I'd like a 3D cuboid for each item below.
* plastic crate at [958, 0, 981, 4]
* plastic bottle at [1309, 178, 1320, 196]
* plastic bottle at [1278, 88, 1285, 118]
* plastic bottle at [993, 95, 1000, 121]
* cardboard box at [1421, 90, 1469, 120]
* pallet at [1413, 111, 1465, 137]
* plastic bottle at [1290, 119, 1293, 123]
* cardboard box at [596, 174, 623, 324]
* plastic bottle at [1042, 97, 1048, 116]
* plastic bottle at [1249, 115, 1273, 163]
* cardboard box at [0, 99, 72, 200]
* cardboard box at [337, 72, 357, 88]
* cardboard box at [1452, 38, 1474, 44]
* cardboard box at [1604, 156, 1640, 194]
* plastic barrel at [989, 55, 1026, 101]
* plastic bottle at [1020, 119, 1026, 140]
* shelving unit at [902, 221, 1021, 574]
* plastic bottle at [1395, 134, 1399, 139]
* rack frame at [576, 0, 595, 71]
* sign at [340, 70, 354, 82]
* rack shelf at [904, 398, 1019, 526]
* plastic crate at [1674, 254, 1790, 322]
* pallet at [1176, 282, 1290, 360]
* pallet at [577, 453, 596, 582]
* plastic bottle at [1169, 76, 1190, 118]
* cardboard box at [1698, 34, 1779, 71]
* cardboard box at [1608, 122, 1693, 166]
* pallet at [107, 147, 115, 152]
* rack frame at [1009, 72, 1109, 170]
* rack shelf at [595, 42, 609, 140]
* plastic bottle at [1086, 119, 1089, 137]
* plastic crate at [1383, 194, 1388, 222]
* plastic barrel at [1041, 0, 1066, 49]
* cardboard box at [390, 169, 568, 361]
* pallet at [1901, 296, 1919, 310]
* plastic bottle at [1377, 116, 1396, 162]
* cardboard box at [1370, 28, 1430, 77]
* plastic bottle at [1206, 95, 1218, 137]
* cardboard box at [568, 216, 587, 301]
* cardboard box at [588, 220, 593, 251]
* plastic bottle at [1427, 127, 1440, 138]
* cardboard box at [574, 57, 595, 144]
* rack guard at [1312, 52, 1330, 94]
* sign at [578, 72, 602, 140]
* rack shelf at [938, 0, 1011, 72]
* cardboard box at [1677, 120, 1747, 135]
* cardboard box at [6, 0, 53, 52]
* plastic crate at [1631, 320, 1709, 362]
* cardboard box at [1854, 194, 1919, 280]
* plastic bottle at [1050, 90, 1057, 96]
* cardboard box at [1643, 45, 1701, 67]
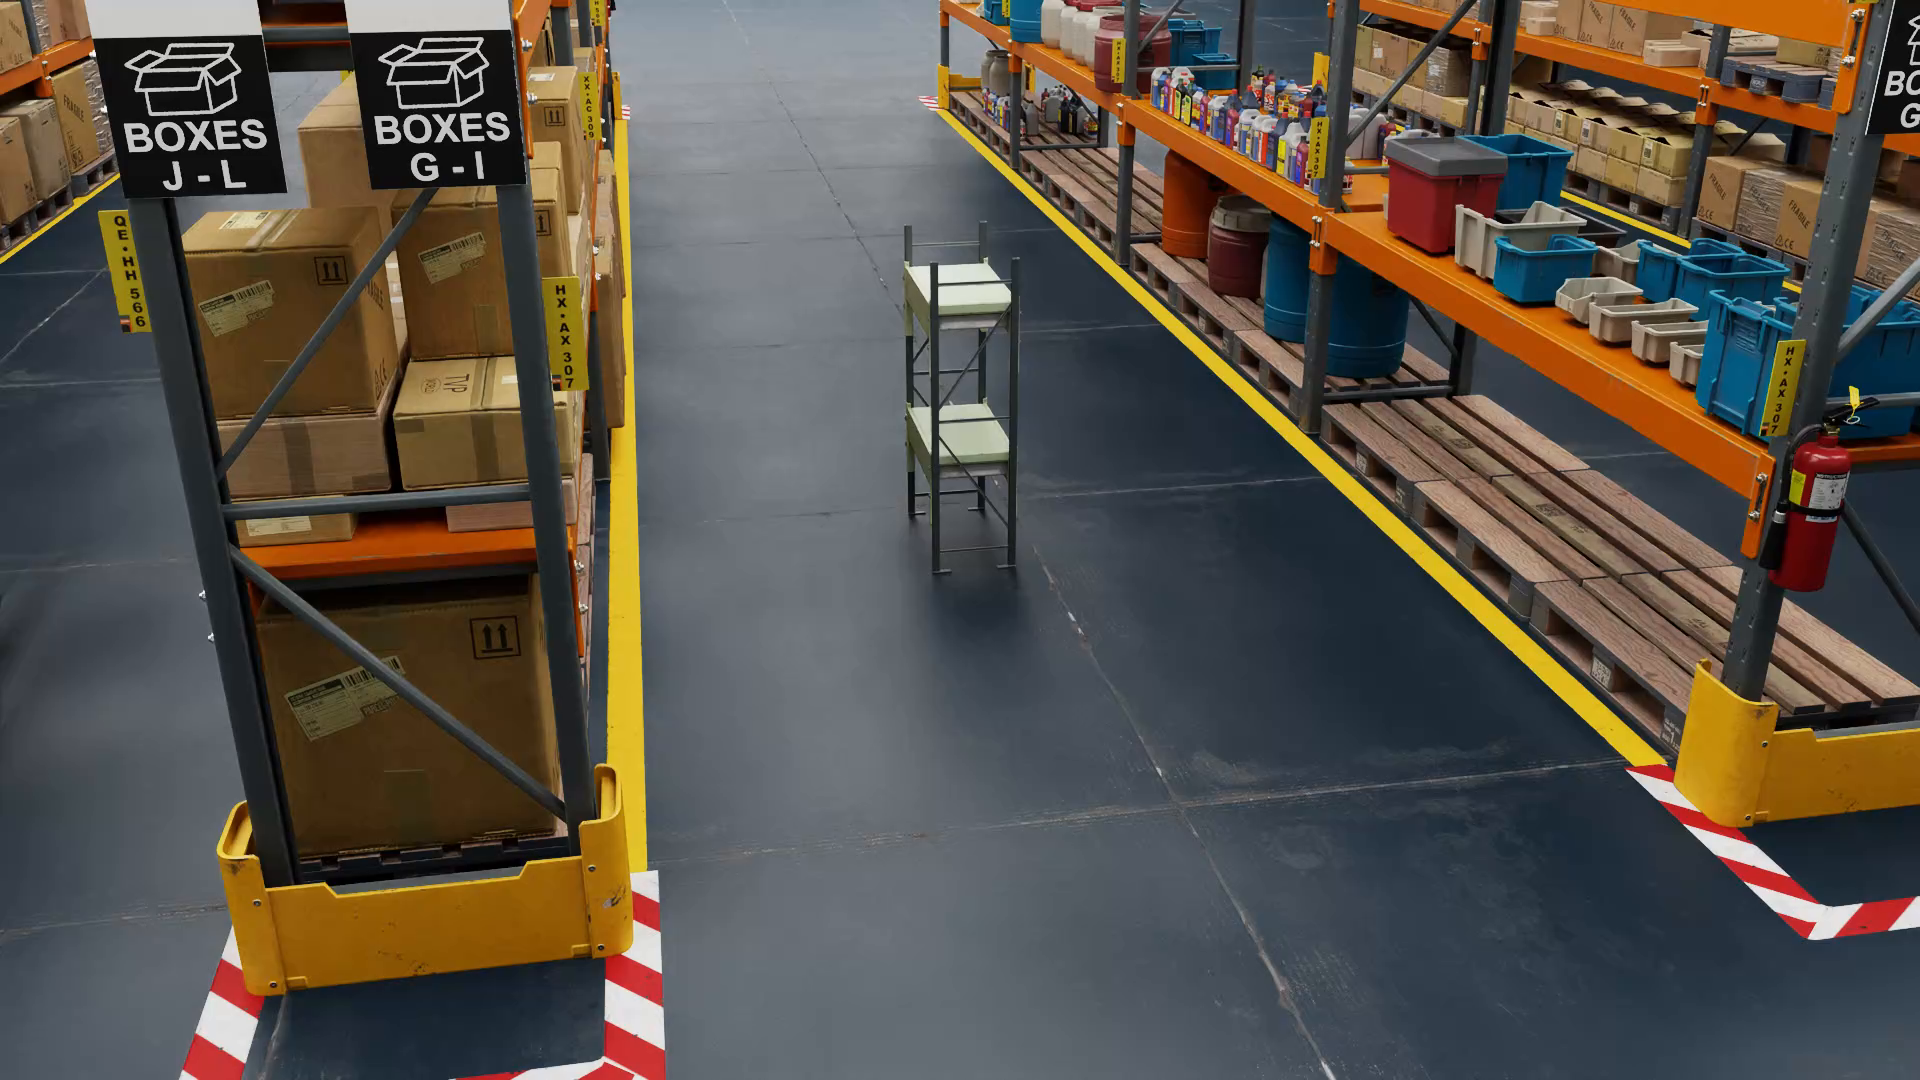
[{"bbox_3d":[0.114,-6.263,19.172,0.298,0.136,0.250,-4,24,-10],"label":"plastic crate"},{"bbox_3d":[2.093,-2.114,9.497,0.152,0.276,0.135,-4,24,-10],"label":"plastic bottle"},{"bbox_3d":[2.338,-3.142,11.944,0.097,0.201,0.097,0,24,0],"label":"plastic bottle"},{"bbox_3d":[0.413,-4.721,18.170,0.097,0.271,0.097,0,24,0],"label":"plastic bottle"},{"bbox_3d":[5.490,-4.847,18.512,0.500,0.250,0.500,-4,24,-10],"label":"cardboard box"},{"bbox_3d":[5.767,-4.589,18.494,1.003,0.211,1.213,-4,24,-10],"label":"pallet"},{"bbox_3d":[2.052,-2.470,10.319,0.097,0.271,0.097,0,24,0],"label":"plastic bottle"},{"bbox_3d":[-2.859,-1.841,10.847,1.225,0.875,0.875,-4,24,-10],"label":"cardboard box"},{"bbox_3d":[0.961,-4.817,18.477,0.097,0.201,0.097,0,24,0],"label":"plastic bottle"},{"bbox_3d":[1.908,-2.509,10.402,0.152,0.276,0.135,-4,24,-10],"label":"plastic bottle"},{"bbox_3d":[-8.553,-3.416,14.611,1.050,0.750,0.750,-4,24,-10],"label":"cardboard box"},{"bbox_3d":[-2.546,-1.877,7.679,0.500,0.500,0.500,-4,24,-10],"label":"cardboard box"},{"bbox_3d":[5.910,-5.426,18.900,0.500,0.500,0.500,-4,24,-10],"label":"cardboard box"},{"bbox_3d":[6.177,-3.302,14.973,0.500,0.250,0.500,-5,24,-10],"label":"cardboard box"},{"bbox_3d":[0.554,-5.362,19.362,0.421,0.512,0.421,0,24,0],"label":"plastic barrel"},{"bbox_3d":[0.631,-4.225,17.123,0.097,0.201,0.097,0,24,0],"label":"plastic bottle"},{"bbox_3d":[-0.001,-0.690,7.956,0.431,1.500,0.755,-4,24,-10],"label":"shelving unit"},{"bbox_3d":[2.692,-2.389,10.220,0.097,0.201,0.097,0,24,0],"label":"plastic bottle"},{"bbox_3d":[-3.123,-3.246,11.935,1.000,3.000,0.127,-4,24,-10],"label":"rack frame"},{"bbox_3d":[-2.915,-2.123,8.016,0.100,0.325,0.005,-4,24,-10],"label":"sign"},{"bbox_3d":[-0.001,-0.391,8.086,0.431,0.370,0.720,-4,24,-10],"label":"rack shelf"},{"bbox_3d":[3.258,-1.056,7.055,0.416,0.233,0.300,-4,24,-10],"label":"plastic crate"},{"bbox_3d":[2.153,-1.549,11.533,1.003,0.211,1.213,-4,24,-10],"label":"pallet"},{"bbox_3d":[-2.320,-0.090,8.193,1.003,0.211,1.213,-4,24,-10],"label":"pallet"},{"bbox_3d":[1.592,-3.180,11.938,0.152,0.276,0.135,-4,24,-10],"label":"plastic bottle"},{"bbox_3d":[6.588,-4.084,13.963,0.500,0.311,0.500,-3,24,-6],"label":"cardboard box"},{"bbox_3d":[6.171,-3.559,14.862,0.500,0.311,0.500,-5,24,-11],"label":"cardboard box"},{"bbox_3d":[-9.049,-4.000,17.145,1.003,0.211,1.213,-4,24,-10],"label":"pallet"},{"bbox_3d":[1.004,-5.186,16.377,1.000,3.000,0.127,-4,24,-10],"label":"rack frame"},{"bbox_3d":[-3.493,-3.703,13.880,1.077,0.370,4.000,-4,24,-10],"label":"rack shelf"},{"bbox_3d":[1.358,-4.303,17.302,0.097,0.201,0.097,0,24,0],"label":"plastic bottle"},{"bbox_3d":[2.429,-1.753,8.770,0.396,0.136,0.243,-4,24,-10],"label":"plastic crate"},{"bbox_3d":[0.966,-4.856,15.451,0.433,0.535,0.433,0,24,0],"label":"plastic barrel"},{"bbox_3d":[-1.560,-0.916,5.479,0.500,0.500,0.500,-5,24,-11],"label":"cardboard box"},{"bbox_3d":[7.165,-1.444,11.292,1.003,0.211,1.213,-4,24,-10],"label":"pallet"},{"bbox_3d":[2.671,-2.511,10.398,0.061,0.283,0.133,-4,24,-10],"label":"plastic bottle"},{"bbox_3d":[5.213,-5.781,19.713,0.500,0.500,0.500,-4,24,-10],"label":"cardboard box"},{"bbox_3d":[1.715,-2.858,11.207,0.097,0.271,0.097,0,24,0],"label":"plastic bottle"},{"bbox_3d":[-1.852,-1.182,7.025,0.500,0.250,0.500,-4,24,-9],"label":"cardboard box"},{"bbox_3d":[-2.005,-1.462,8.164,0.380,0.149,0.250,-4,24,-9],"label":"cardboard box"},{"bbox_3d":[2.730,-2.195,9.590,0.144,0.351,0.185,-4,24,-10],"label":"plastic bottle"},{"bbox_3d":[-2.702,-2.920,11.063,0.500,0.500,0.500,-5,24,-10],"label":"cardboard box"},{"bbox_3d":[5.129,-5.989,21.337,1.175,0.500,0.348,-4,24,-10],"label":"rack guard"},{"bbox_3d":[-1.839,-2.148,8.239,0.100,0.325,0.005,-4,24,-10],"label":"sign"},{"bbox_3d":[0.635,-5.643,18.322,1.077,0.370,4.000,-4,24,-10],"label":"rack shelf"},{"bbox_3d":[6.699,-3.601,14.958,0.500,0.311,0.500,-5,24,-11],"label":"cardboard box"},{"bbox_3d":[-8.836,-4.705,15.088,0.875,0.550,0.550,-4,24,-10],"label":"cardboard box"},{"bbox_3d":[2.855,-0.795,6.578,0.396,0.136,0.243,-4,24,-10],"label":"plastic crate"},{"bbox_3d":[6.708,-2.226,12.172,0.500,0.500,0.500,-5,24,-12],"label":"cardboard box"},{"bbox_3d":[1.081,-4.867,18.500,0.152,0.276,0.135,-5,24,-11],"label":"plastic bottle"},{"bbox_3d":[6.175,-4.196,14.424,0.380,0.149,0.250,-4,24,-10],"label":"cardboard box"}]
